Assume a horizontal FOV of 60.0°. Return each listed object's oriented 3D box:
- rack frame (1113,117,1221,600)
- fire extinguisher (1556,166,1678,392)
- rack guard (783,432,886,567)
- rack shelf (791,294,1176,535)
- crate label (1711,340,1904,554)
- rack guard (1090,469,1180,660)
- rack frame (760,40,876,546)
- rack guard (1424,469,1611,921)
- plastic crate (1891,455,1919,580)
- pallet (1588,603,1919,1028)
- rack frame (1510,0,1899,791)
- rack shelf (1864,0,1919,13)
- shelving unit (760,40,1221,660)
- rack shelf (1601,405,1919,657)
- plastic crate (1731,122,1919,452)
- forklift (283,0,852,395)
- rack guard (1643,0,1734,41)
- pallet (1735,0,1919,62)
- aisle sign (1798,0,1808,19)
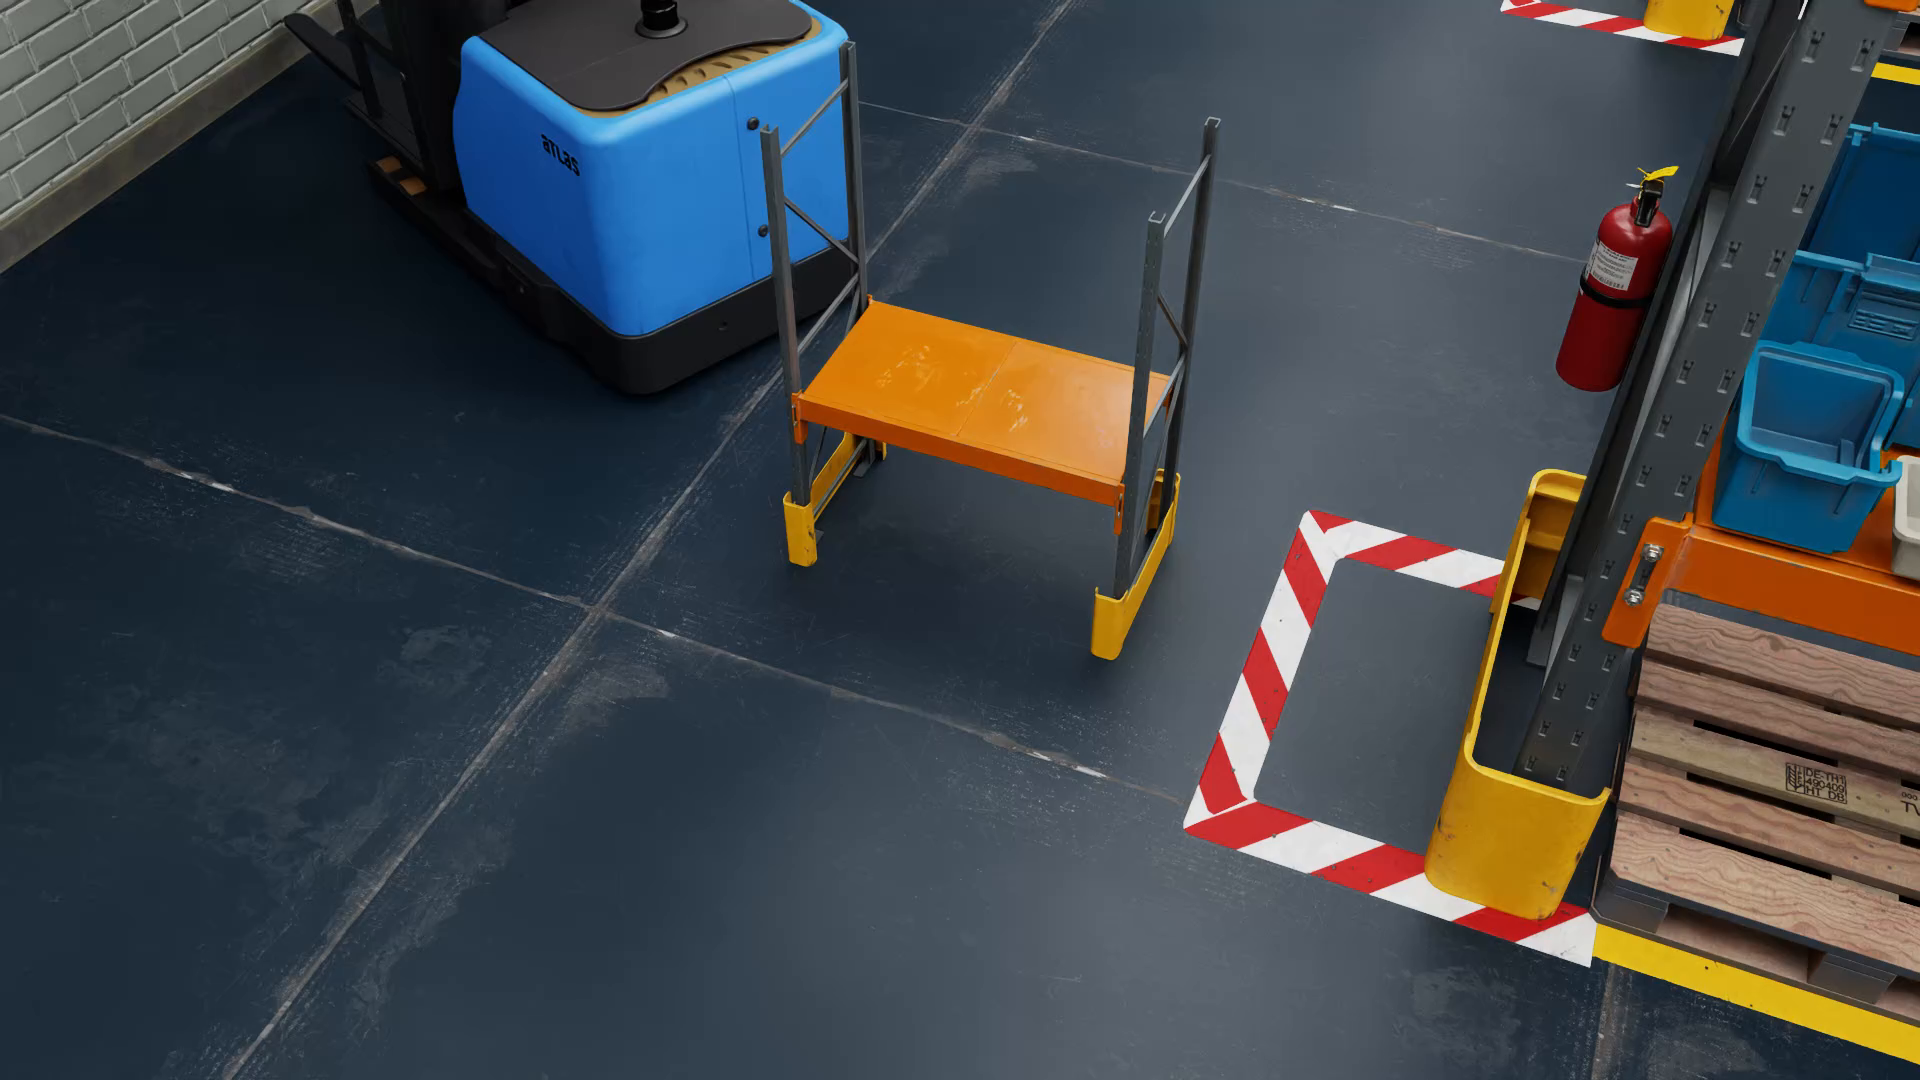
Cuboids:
[{"bbox_3d":[0.548,-0.370,4.559,0.032,1.500,0.500,16,47,16],"label":"rack frame"},{"bbox_3d":[1.647,-0.678,4.124,0.183,0.674,0.296,16,47,16],"label":"fire extinguisher"},{"bbox_3d":[-0.389,-0.203,5.277,0.087,0.250,0.587,16,47,16],"label":"rack guard"},{"bbox_3d":[0.079,-0.381,4.825,1.000,0.185,0.538,16,47,16],"label":"rack shelf"},{"bbox_3d":[1.712,-0.181,3.381,0.303,0.233,0.416,16,47,16],"label":"crate label"},{"bbox_3d":[0.530,0.067,5.005,0.087,0.250,0.587,16,47,16],"label":"rack guard"},{"bbox_3d":[-0.390,-0.647,4.836,0.032,1.500,0.500,16,47,16],"label":"rack frame"},{"bbox_3d":[1.584,0.388,4.506,0.348,0.500,1.175,16,47,16],"label":"rack guard"},{"bbox_3d":[1.976,-0.006,3.274,0.298,0.136,0.250,16,47,16],"label":"plastic crate"},{"bbox_3d":[2.357,0.737,4.359,1.213,0.211,1.003,16,47,16],"label":"pallet"},{"bbox_3d":[1.611,-0.500,3.626,0.127,3.000,1.000,16,47,16],"label":"rack frame"},{"bbox_3d":[3.457,-0.766,2.276,4.000,0.370,1.077,16,47,16],"label":"rack shelf"},{"bbox_3d":[0.070,-0.511,4.700,1.083,1.500,0.587,16,47,16],"label":"shelving unit"},{"bbox_3d":[3.457,0.298,3.334,4.000,0.370,1.077,16,47,16],"label":"rack shelf"},{"bbox_3d":[1.992,-0.565,3.623,0.499,0.435,0.616,16,47,16],"label":"plastic crate"},{"bbox_3d":[-1.692,-2.498,5.683,1.130,2.935,3.031,-32,53,-28],"label":"forklift"},{"bbox_3d":[3.496,-2.845,7.755,0.348,0.500,1.175,16,47,16],"label":"rack guard"},{"bbox_3d":[4.286,-2.570,7.683,1.213,0.211,1.003,16,47,16],"label":"pallet"},{"bbox_3d":[1.430,-1.248,2.535,0.004,0.787,0.394,16,47,16],"label":"aisle sign"}]
